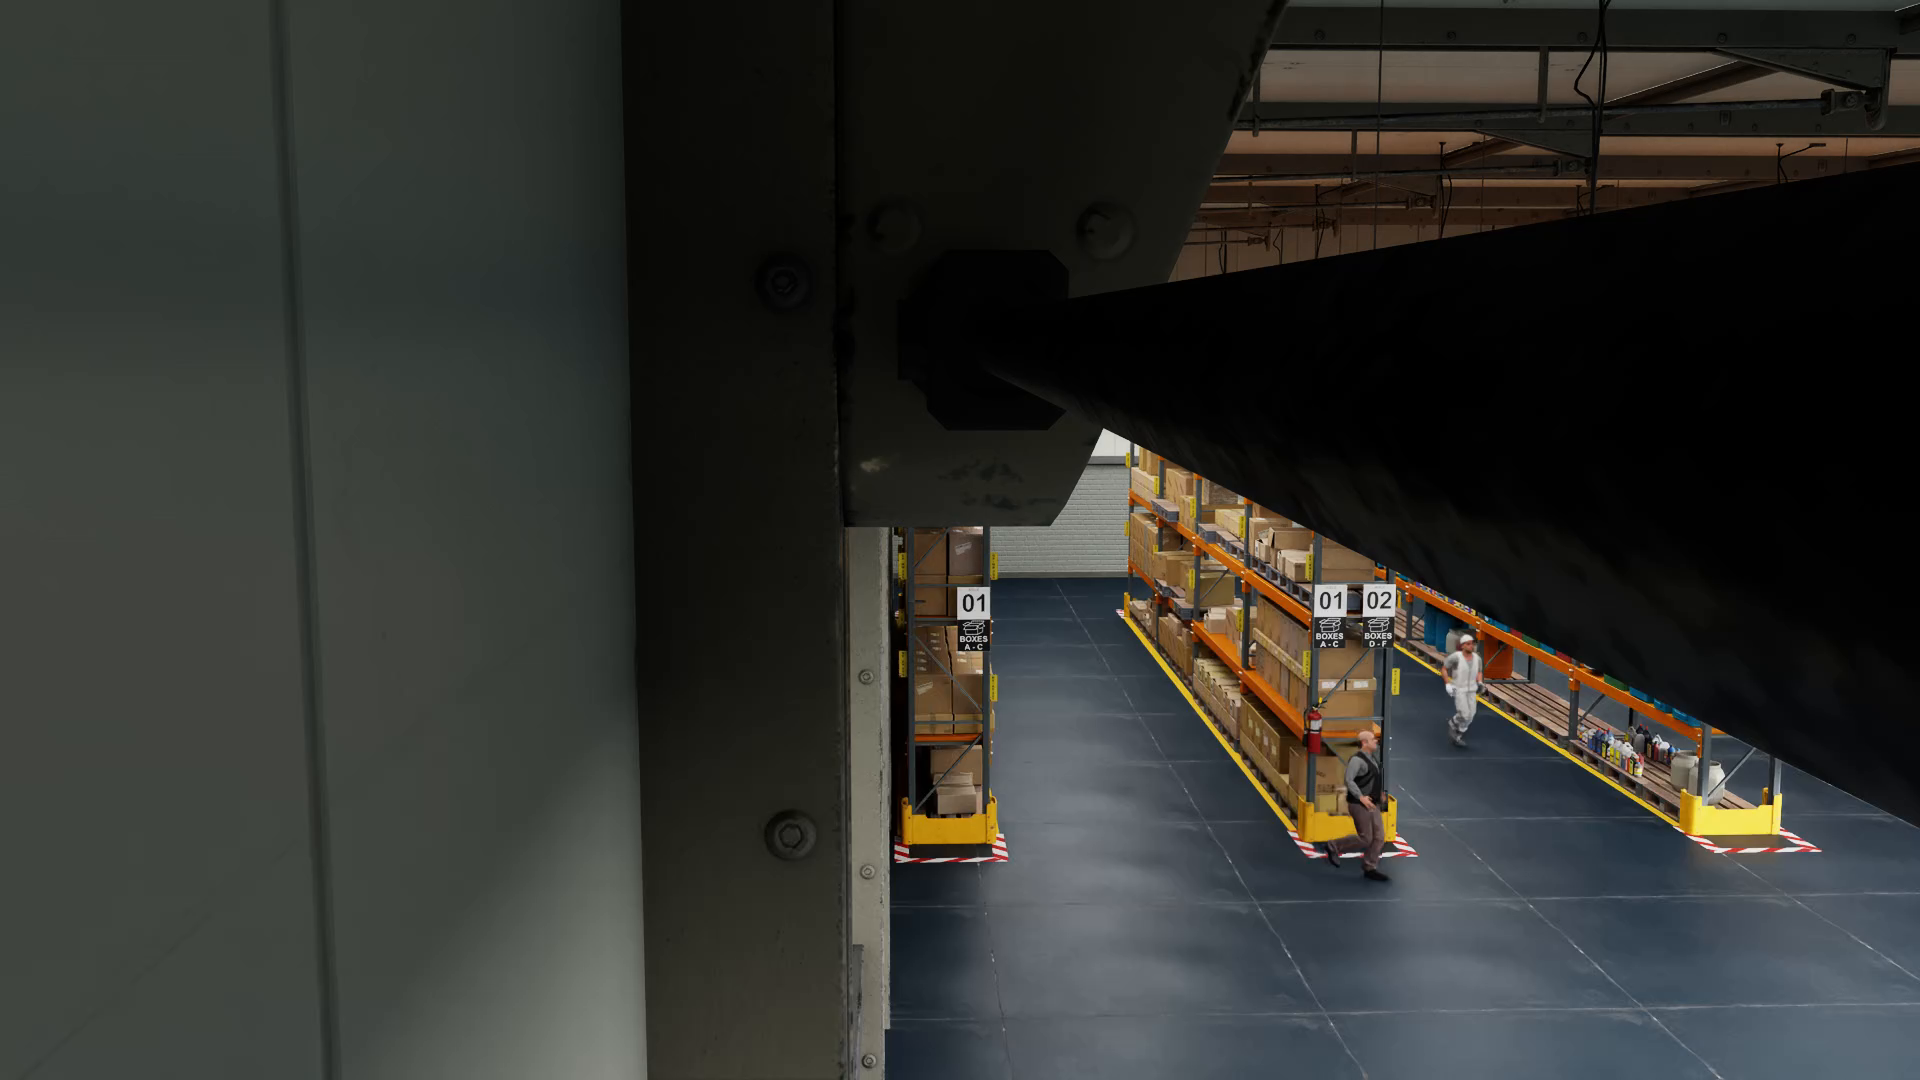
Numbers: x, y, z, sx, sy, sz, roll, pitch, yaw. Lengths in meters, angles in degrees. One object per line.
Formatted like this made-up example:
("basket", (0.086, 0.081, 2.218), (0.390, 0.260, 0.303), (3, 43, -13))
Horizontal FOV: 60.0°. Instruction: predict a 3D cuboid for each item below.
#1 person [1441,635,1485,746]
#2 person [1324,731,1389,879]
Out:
("person", (7.615, 2.277, 25.058), (0.608, 1.719, 0.590), (-2, 8, -14))
("person", (4.649, 3.041, 19.261), (0.748, 1.688, 0.702), (5, 9, 33))
